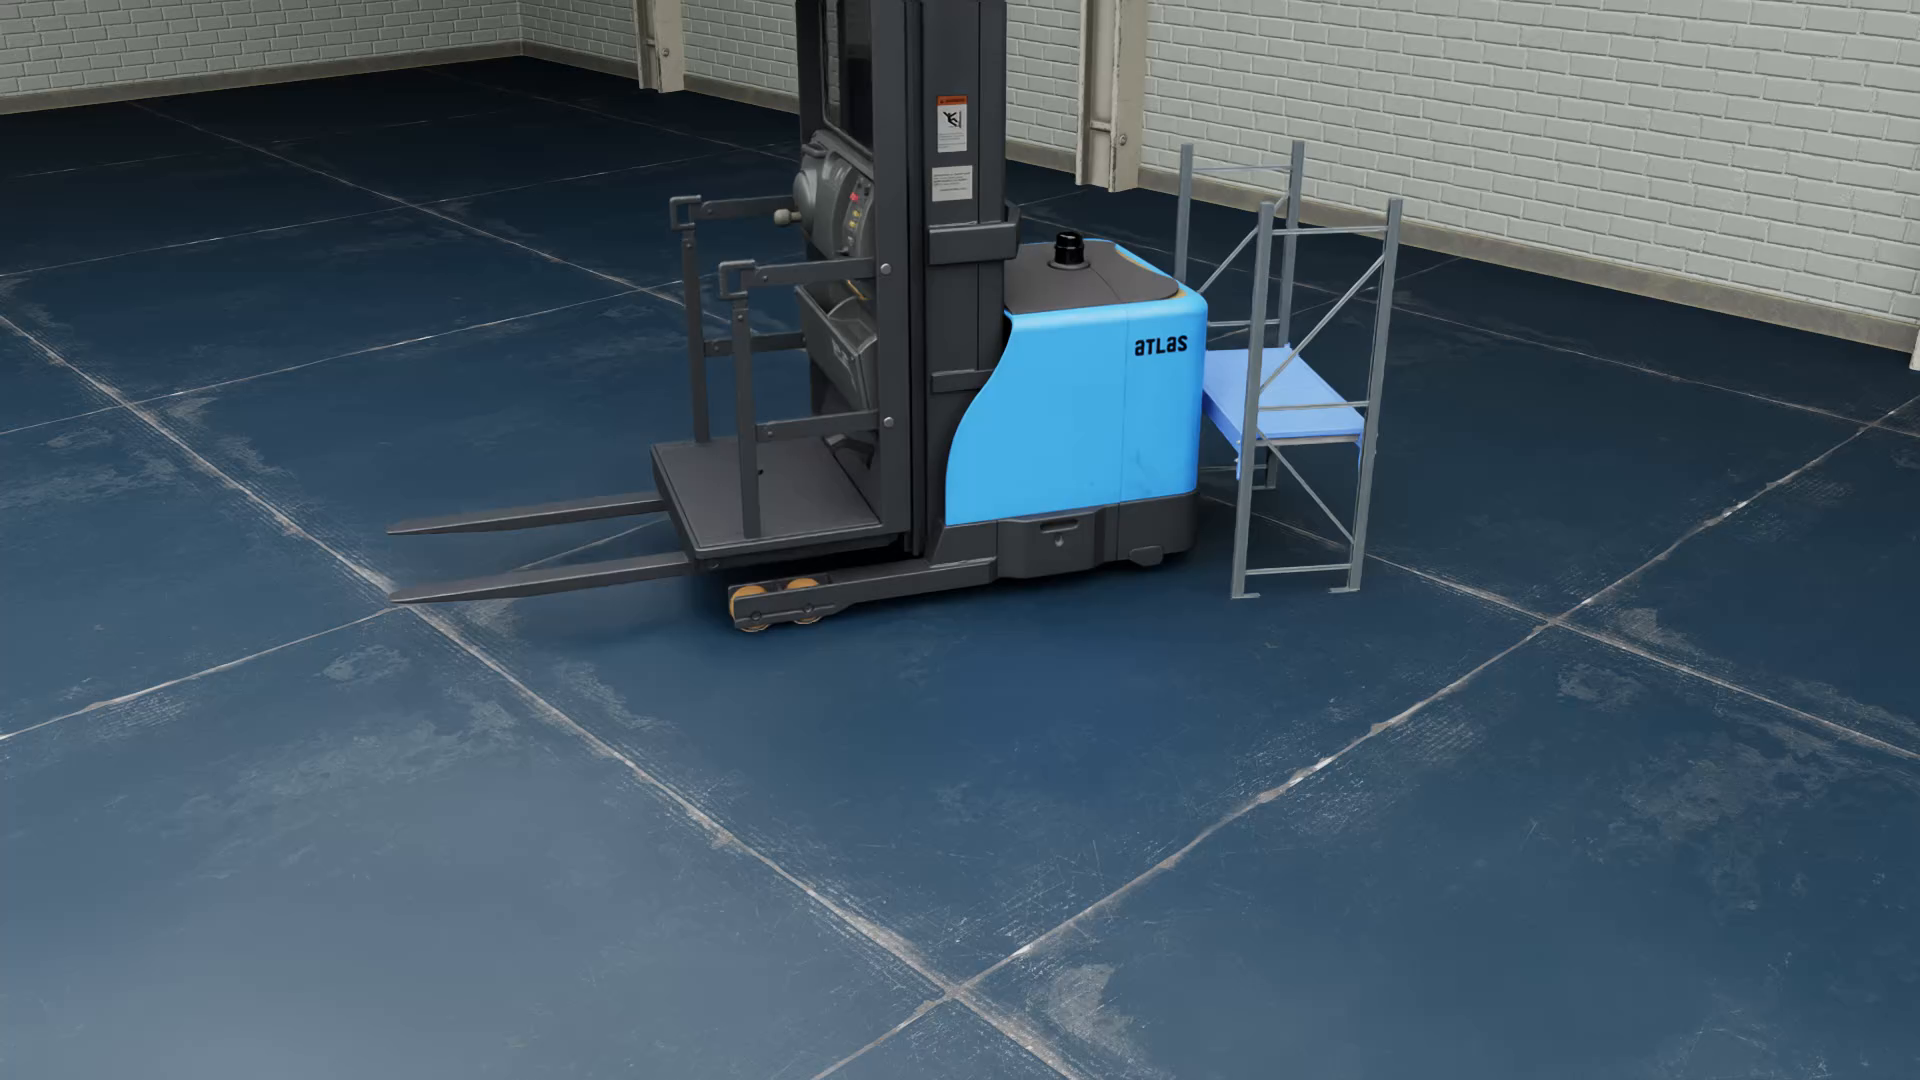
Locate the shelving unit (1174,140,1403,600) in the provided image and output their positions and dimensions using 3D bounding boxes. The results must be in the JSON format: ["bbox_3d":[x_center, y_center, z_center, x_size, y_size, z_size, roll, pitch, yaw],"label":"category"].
[{"bbox_3d":[1.197,-0.686,6.447,0.538,1.500,1.048,-3,25,-8],"label":"shelving unit"}]

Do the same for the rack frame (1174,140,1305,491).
[{"bbox_3d":[1.124,-0.895,6.905,0.500,1.500,0.032,-3,25,-8],"label":"rack frame"}]

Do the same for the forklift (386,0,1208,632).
[{"bbox_3d":[-0.640,-1.245,5.949,3.031,2.935,1.130,-8,26,-17],"label":"forklift"}]

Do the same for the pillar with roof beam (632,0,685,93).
[{"bbox_3d":[-6.118,-7.394,12.117,9.100,9.000,0.400,-21,32,-38],"label":"pillar with roof beam"}]

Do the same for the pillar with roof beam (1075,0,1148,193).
[{"bbox_3d":[-2.017,-5.577,8.132,9.100,9.000,0.400,-21,32,-38],"label":"pillar with roof beam"}]

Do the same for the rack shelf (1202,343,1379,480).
[{"bbox_3d":[1.197,-0.523,6.522,0.538,0.185,1.000,-3,25,-8],"label":"rack shelf"}]

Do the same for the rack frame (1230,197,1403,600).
[{"bbox_3d":[1.270,-0.478,5.990,0.500,1.500,0.032,-3,25,-8],"label":"rack frame"}]
